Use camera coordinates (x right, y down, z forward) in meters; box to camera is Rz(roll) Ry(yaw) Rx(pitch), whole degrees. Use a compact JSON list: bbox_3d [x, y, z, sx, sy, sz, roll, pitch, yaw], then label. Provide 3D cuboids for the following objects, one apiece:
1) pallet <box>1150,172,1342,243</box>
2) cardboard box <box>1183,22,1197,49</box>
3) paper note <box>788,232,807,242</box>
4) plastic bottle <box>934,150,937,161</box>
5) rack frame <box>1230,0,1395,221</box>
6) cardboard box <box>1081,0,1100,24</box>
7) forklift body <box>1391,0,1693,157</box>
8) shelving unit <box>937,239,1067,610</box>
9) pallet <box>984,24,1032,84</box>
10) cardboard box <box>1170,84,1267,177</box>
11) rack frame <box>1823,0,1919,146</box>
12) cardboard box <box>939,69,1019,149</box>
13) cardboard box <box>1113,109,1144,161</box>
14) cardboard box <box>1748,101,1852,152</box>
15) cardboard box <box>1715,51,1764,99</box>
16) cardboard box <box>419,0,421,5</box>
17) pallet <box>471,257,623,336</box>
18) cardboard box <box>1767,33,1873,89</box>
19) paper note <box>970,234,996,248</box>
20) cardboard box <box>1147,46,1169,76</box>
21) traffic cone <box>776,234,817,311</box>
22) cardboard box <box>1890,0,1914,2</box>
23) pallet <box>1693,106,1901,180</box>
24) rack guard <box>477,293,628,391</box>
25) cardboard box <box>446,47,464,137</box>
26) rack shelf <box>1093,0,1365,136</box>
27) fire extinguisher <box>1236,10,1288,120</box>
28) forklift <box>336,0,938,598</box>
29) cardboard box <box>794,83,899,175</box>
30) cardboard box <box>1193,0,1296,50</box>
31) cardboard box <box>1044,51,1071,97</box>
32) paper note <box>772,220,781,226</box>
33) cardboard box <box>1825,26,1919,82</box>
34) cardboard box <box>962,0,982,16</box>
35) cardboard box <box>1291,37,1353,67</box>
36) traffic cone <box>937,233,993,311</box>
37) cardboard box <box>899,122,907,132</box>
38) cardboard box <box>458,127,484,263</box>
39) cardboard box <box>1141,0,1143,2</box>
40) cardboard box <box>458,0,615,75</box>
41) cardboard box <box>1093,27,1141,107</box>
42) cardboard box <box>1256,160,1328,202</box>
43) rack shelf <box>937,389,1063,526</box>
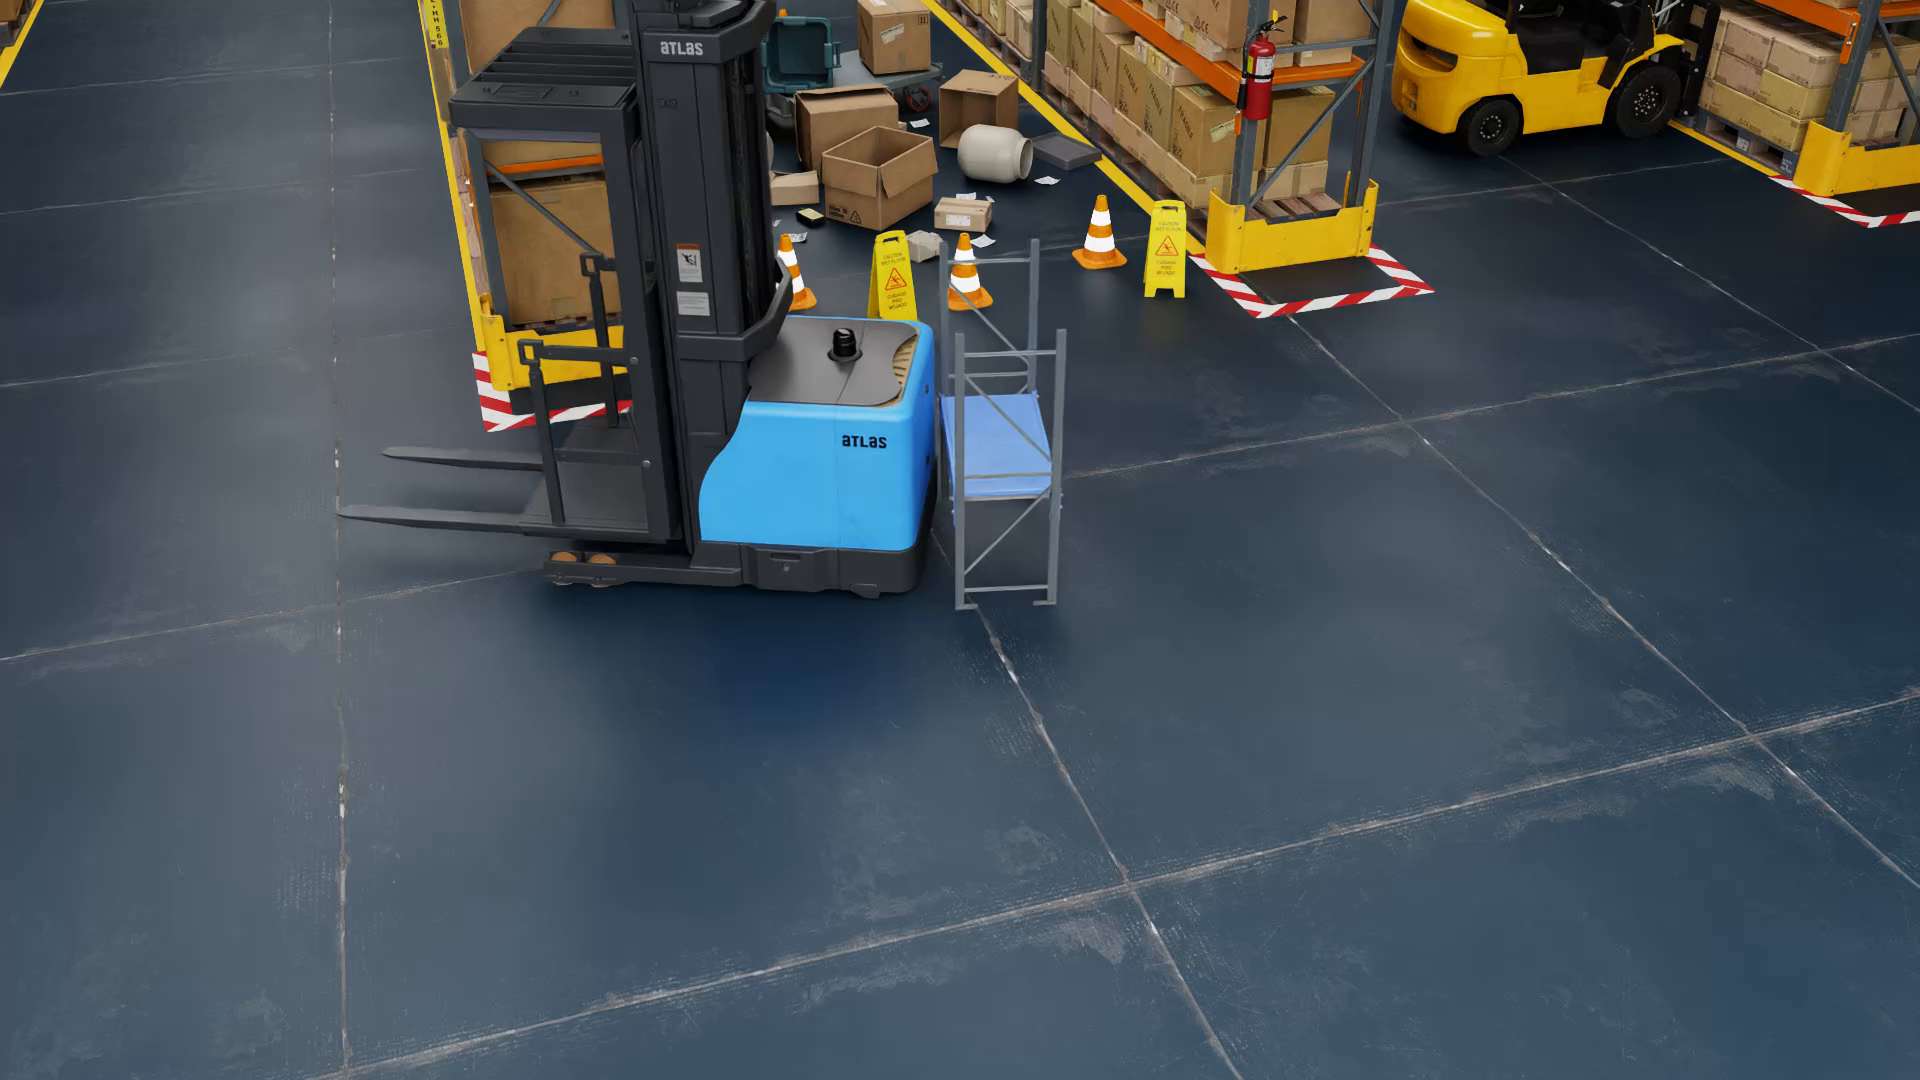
[{"bbox_3d":[2.109,-2.543,12.408,1.003,0.211,1.213,-10,35,-15],"label":"pallet"},{"bbox_3d":[1.788,-3.543,11.618,0.380,0.149,0.250,-11,35,-16],"label":"cardboard box"},{"bbox_3d":[-1.186,-2.196,12.048,0.144,0.017,0.142,1,33,2],"label":"paper note"},{"bbox_3d":[-0.266,-3.116,13.410,0.133,0.061,0.283,-4,34,-6],"label":"plastic bottle"},{"bbox_3d":[2.346,-3.234,10.924,1.000,3.000,0.127,-10,35,-15],"label":"rack frame"},{"bbox_3d":[1.188,-4.246,13.299,0.380,0.149,0.250,-9,34,-13],"label":"cardboard box"},{"bbox_3d":[4.756,-4.406,13.466,2.313,2.155,1.214,-10,35,-15],"label":"forklift body"},{"bbox_3d":[0.187,-0.580,8.268,0.538,1.500,1.048,-3,34,-4],"label":"shelving unit"},{"bbox_3d":[0.887,-4.580,15.489,1.003,0.211,1.213,-10,35,-15],"label":"pallet"},{"bbox_3d":[1.853,-2.952,11.930,0.500,0.500,0.500,-10,35,-14],"label":"cardboard box"},{"bbox_3d":[7.072,-4.071,12.190,1.000,3.000,0.127,-10,35,-15],"label":"rack frame"},{"bbox_3d":[0.157,-3.501,13.593,0.500,0.500,0.500,13,36,18],"label":"cardboard box"},{"bbox_3d":[1.528,-3.189,12.968,0.500,0.250,0.500,-11,35,-16],"label":"cardboard box"},{"bbox_3d":[6.628,-3.293,13.125,0.500,0.250,0.500,-10,35,-14],"label":"cardboard box"},{"bbox_3d":[6.483,-3.776,13.403,0.500,0.250,0.500,-10,35,-15],"label":"cardboard box"},{"bbox_3d":[-4.408,-4.992,15.244,1.050,0.750,0.750,-9,35,-14],"label":"cardboard box"},{"bbox_3d":[-2.656,-1.592,10.968,1.003,0.211,1.213,-10,35,-15],"label":"pallet"},{"bbox_3d":[6.635,-3.706,12.843,0.500,0.250,0.500,-9,34,-13],"label":"cardboard box"},{"bbox_3d":[0.162,-2.157,11.987,0.148,0.019,0.142,-23,40,-31],"label":"paper note"},{"bbox_3d":[1.604,-3.537,12.226,0.380,0.149,0.250,-9,35,-14],"label":"cardboard box"},{"bbox_3d":[-1.147,-1.808,11.067,0.336,0.463,0.334,-10,35,-15],"label":"traffic cone"},{"bbox_3d":[7.185,-4.420,12.627,0.500,0.500,0.500,-9,34,-13],"label":"cardboard box"},{"bbox_3d":[6.799,-3.302,13.556,1.003,0.211,1.213,-10,35,-15],"label":"pallet"},{"bbox_3d":[-2.330,-1.293,10.254,1.175,0.500,0.348,-10,35,-15],"label":"rack guard"},{"bbox_3d":[-2.682,-2.884,10.257,0.875,0.550,0.550,-10,35,-15],"label":"cardboard box"},{"bbox_3d":[1.736,-3.984,12.711,1.077,0.370,4.000,-10,35,-15],"label":"rack shelf"},{"bbox_3d":[1.942,-3.065,10.737,0.296,0.674,0.183,-10,35,-15],"label":"fire extinguisher"},{"bbox_3d":[-1.671,-1.268,8.010,3.031,2.935,1.130,3,34,5],"label":"forklift"},{"bbox_3d":[-0.894,-3.236,13.067,0.797,0.637,0.503,-10,35,-15],"label":"cardboard box"},{"bbox_3d":[1.918,-3.639,11.175,0.500,0.500,0.500,-11,35,-16],"label":"cardboard box"},{"bbox_3d":[1.049,-4.007,14.207,0.500,0.250,0.500,-12,35,-17],"label":"cardboard box"},{"bbox_3d":[-1.356,-2.341,12.283,0.032,0.001,0.123,7,34,10],"label":"paper note"},{"bbox_3d":[7.106,-3.800,12.987,0.500,0.250,0.500,-11,35,-15],"label":"cardboard box"},{"bbox_3d":[0.527,-5.430,16.249,0.950,0.372,0.625,-9,34,-13],"label":"cardboard box"},{"bbox_3d":[2.440,-3.343,11.316,0.380,0.149,0.250,-10,35,-15],"label":"cardboard box"},{"bbox_3d":[0.033,-1.820,11.084,0.336,0.463,0.334,-10,35,-15],"label":"traffic cone"},{"bbox_3d":[-0.670,-3.405,13.662,0.396,0.266,0.258,19,38,26],"label":"cardboard box"},{"bbox_3d":[-2.877,-2.444,11.274,0.875,0.875,0.875,-11,35,-15],"label":"cardboard box"},{"bbox_3d":[1.581,-4.096,12.455,0.380,0.149,0.250,-10,35,-15],"label":"cardboard box"},{"bbox_3d":[-2.414,-3.063,9.550,0.875,0.550,0.550,-10,35,-15],"label":"cardboard box"},{"bbox_3d":[1.380,-3.769,13.165,0.500,0.500,0.500,-8,34,-12],"label":"cardboard box"},{"bbox_3d":[2.363,-2.732,12.277,0.500,0.250,0.500,-10,35,-15],"label":"cardboard box"},{"bbox_3d":[0.187,-0.430,8.367,0.538,0.185,1.000,-3,34,-4],"label":"rack shelf"}]
